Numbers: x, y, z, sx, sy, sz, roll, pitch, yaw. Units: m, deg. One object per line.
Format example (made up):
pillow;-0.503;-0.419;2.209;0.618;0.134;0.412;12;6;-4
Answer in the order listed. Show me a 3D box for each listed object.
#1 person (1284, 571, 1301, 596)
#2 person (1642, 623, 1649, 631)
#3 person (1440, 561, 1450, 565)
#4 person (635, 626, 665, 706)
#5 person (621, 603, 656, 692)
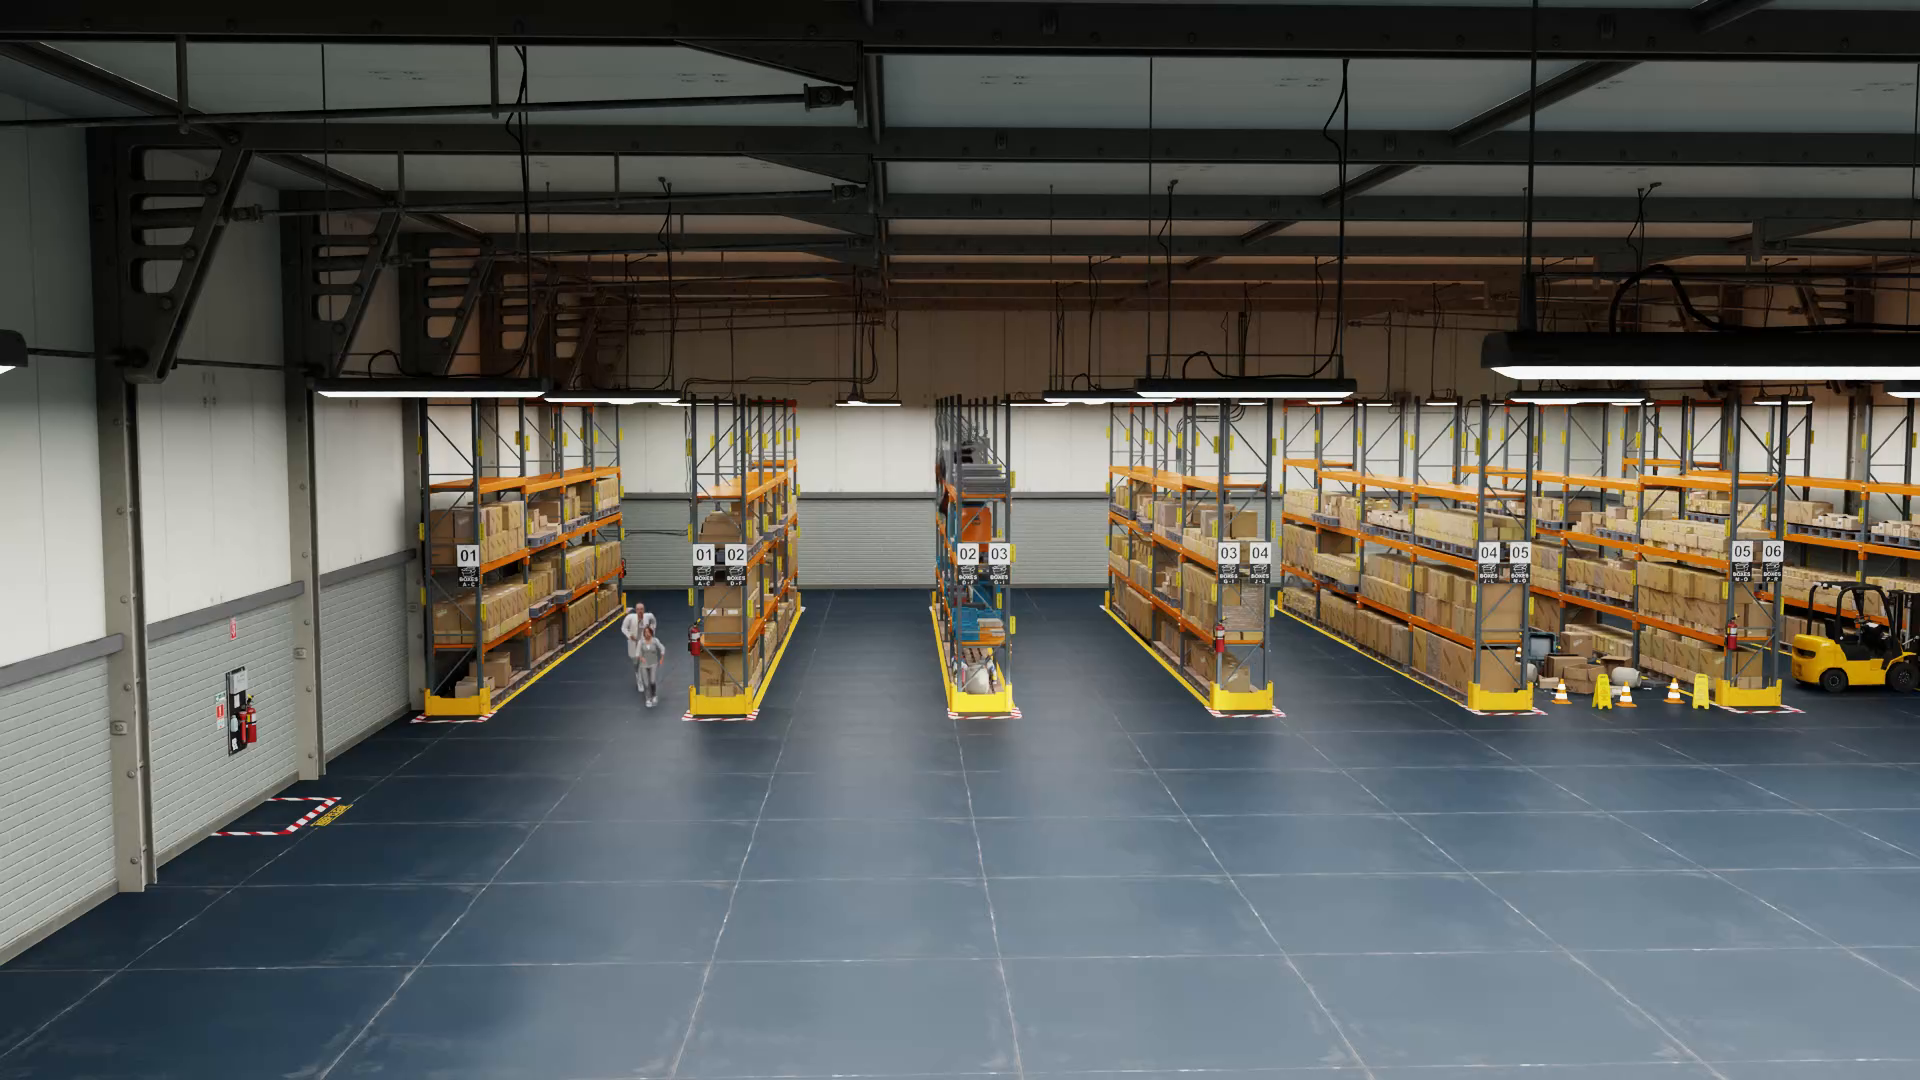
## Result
person;9.825;0.978;49.118;0.762;1.835;0.625;-2;5;-24
person;16.752;1.662;40.215;0.663;1.783;0.884;0;4;-2
person;14.580;0.952;49.552;0.711;1.843;0.637;-1;5;-8
person;-5.930;2.428;31.801;0.560;1.562;0.600;-1;5;-6
person;-6.594;2.164;34.172;0.712;1.778;1.189;-1;5;-11
